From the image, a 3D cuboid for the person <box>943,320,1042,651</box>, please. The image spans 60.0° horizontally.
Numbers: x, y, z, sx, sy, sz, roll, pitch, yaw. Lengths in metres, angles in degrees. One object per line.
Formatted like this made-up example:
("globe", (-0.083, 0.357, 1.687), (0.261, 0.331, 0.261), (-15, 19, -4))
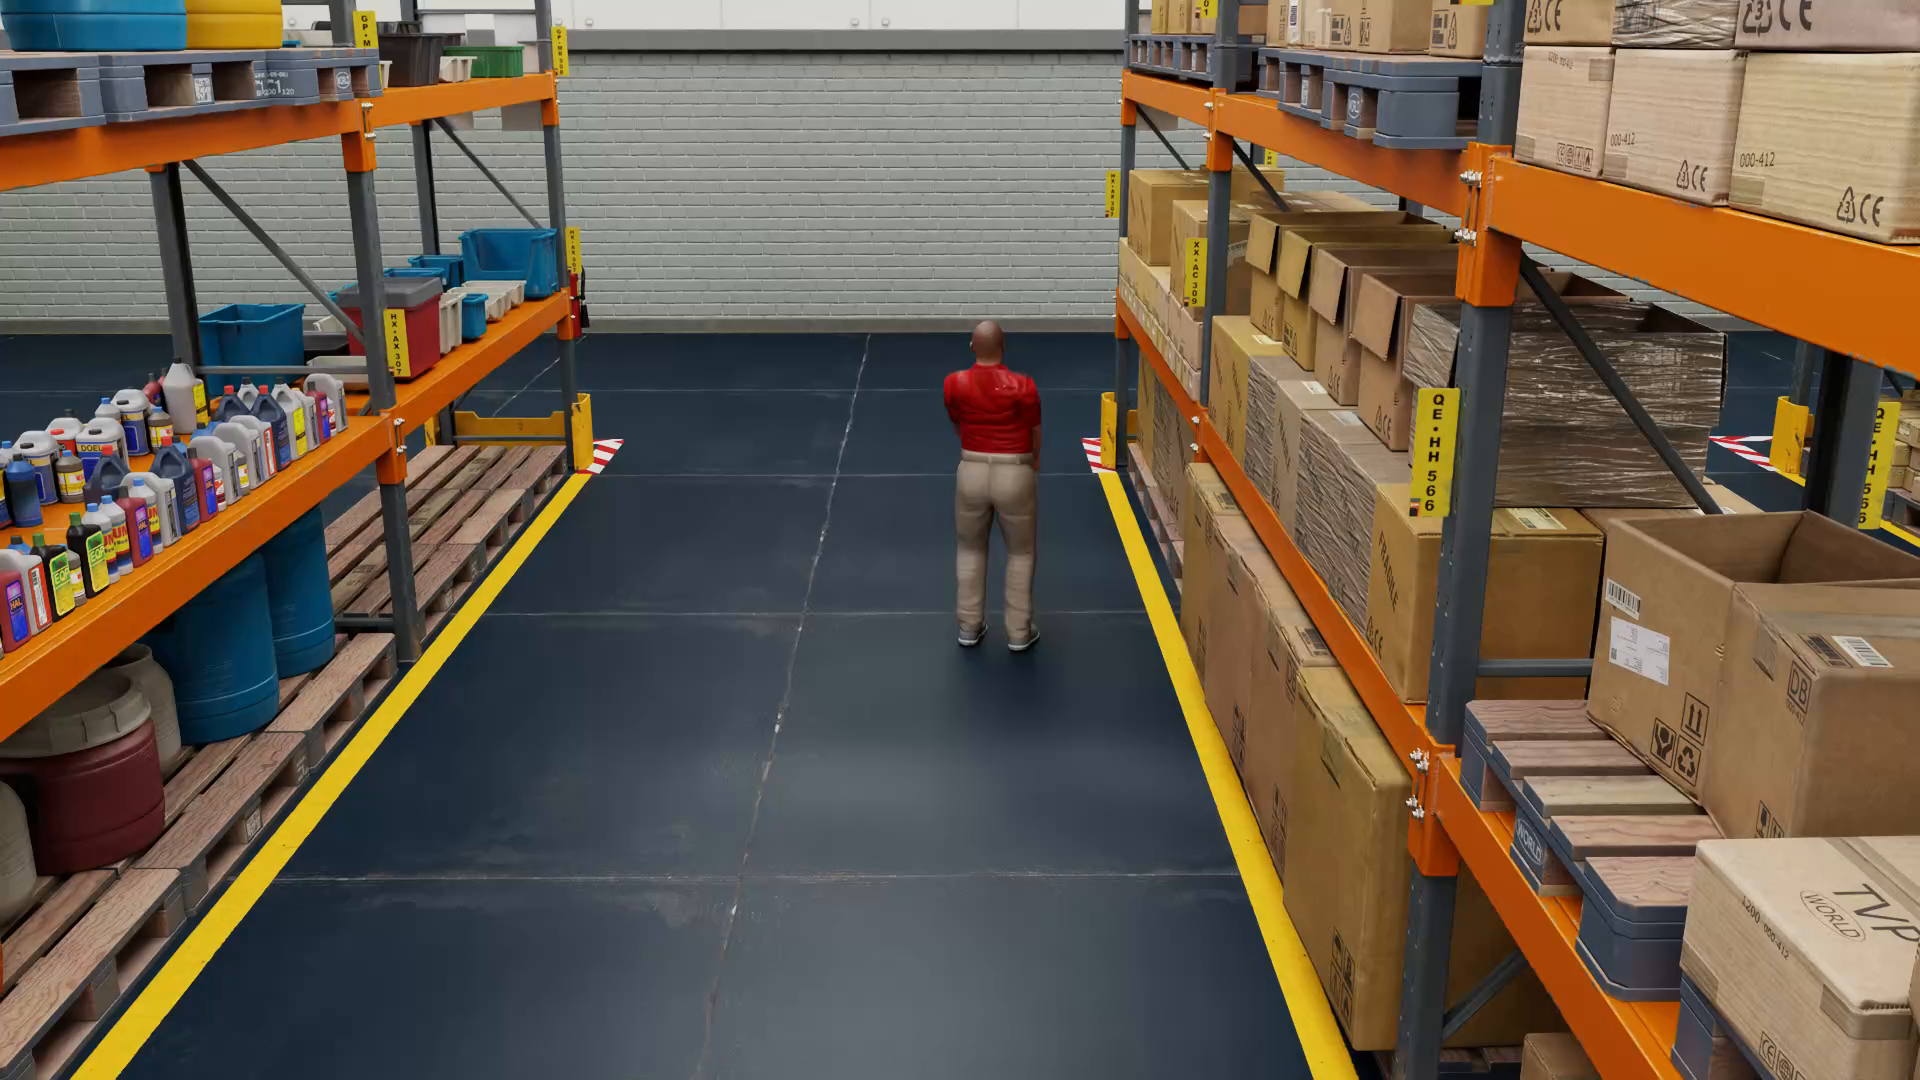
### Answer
("person", (0.192, -0.307, 8.597), (0.494, 1.712, 0.537), (5, 18, 15))
